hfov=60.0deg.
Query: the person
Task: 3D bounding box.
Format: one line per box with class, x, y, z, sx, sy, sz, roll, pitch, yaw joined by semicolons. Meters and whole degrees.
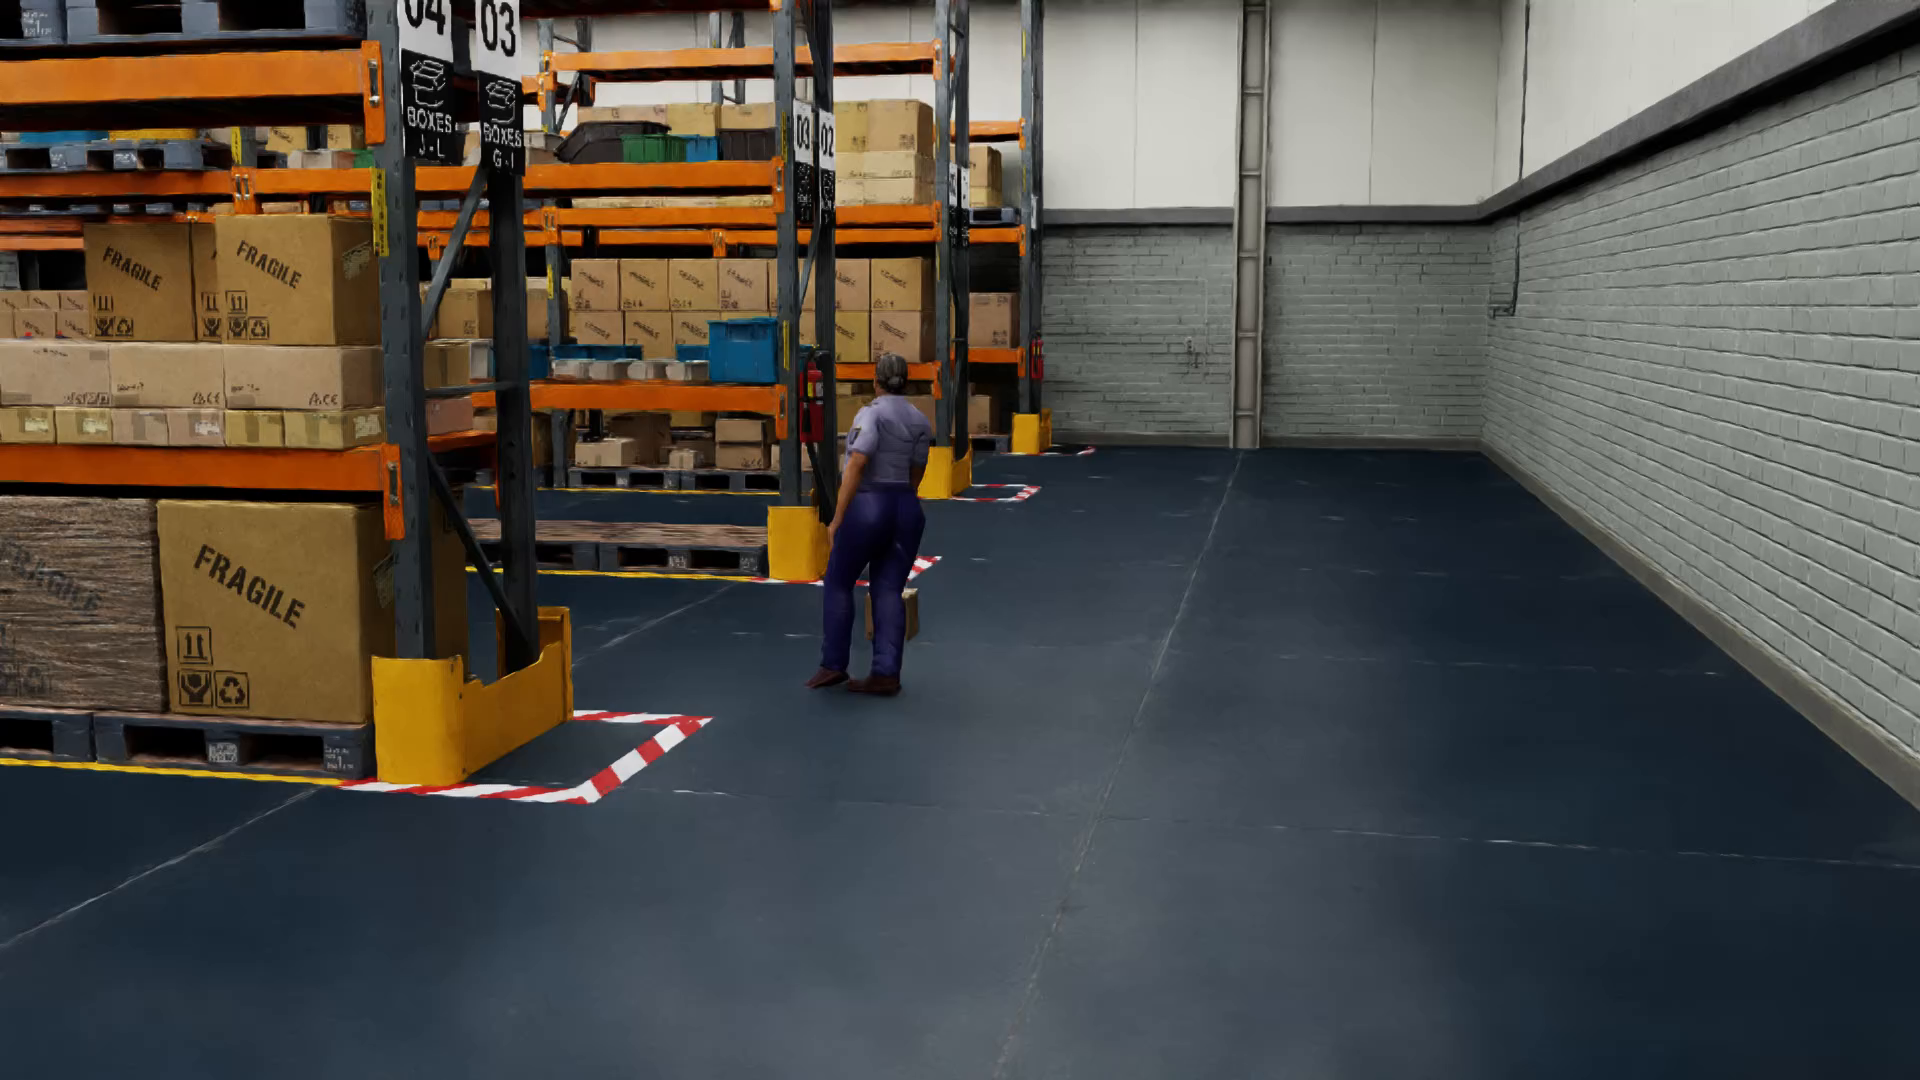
person;-0.430;-0.048;8.076;0.621;1.687;0.530;-6;10;-38
